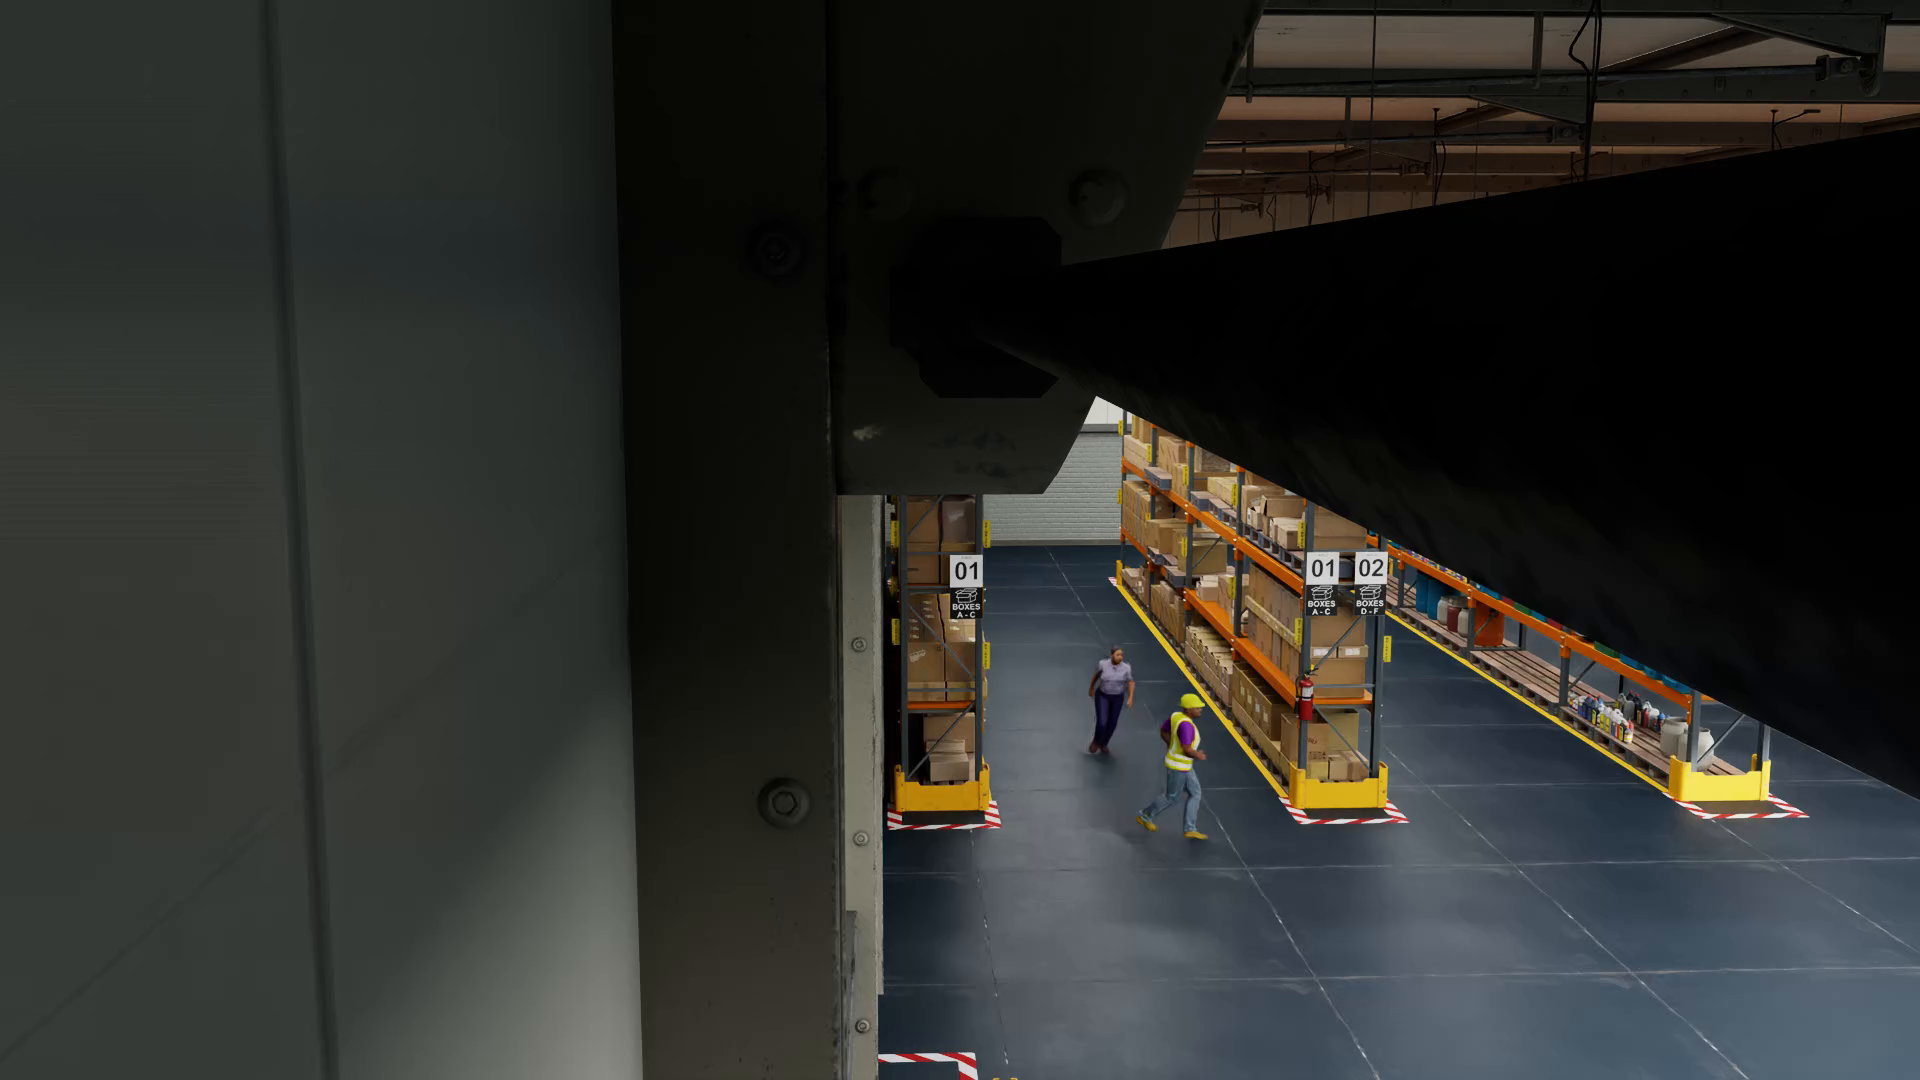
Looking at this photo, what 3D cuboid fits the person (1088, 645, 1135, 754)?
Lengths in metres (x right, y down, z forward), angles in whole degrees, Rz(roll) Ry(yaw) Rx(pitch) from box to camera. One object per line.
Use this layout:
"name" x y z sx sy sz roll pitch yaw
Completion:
"person" 2.081 2.192 22.836 0.595 1.590 0.707 -1 8 -7

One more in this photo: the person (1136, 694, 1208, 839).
"person" 2.470 2.634 19.306 0.845 1.735 0.663 1 9 8
